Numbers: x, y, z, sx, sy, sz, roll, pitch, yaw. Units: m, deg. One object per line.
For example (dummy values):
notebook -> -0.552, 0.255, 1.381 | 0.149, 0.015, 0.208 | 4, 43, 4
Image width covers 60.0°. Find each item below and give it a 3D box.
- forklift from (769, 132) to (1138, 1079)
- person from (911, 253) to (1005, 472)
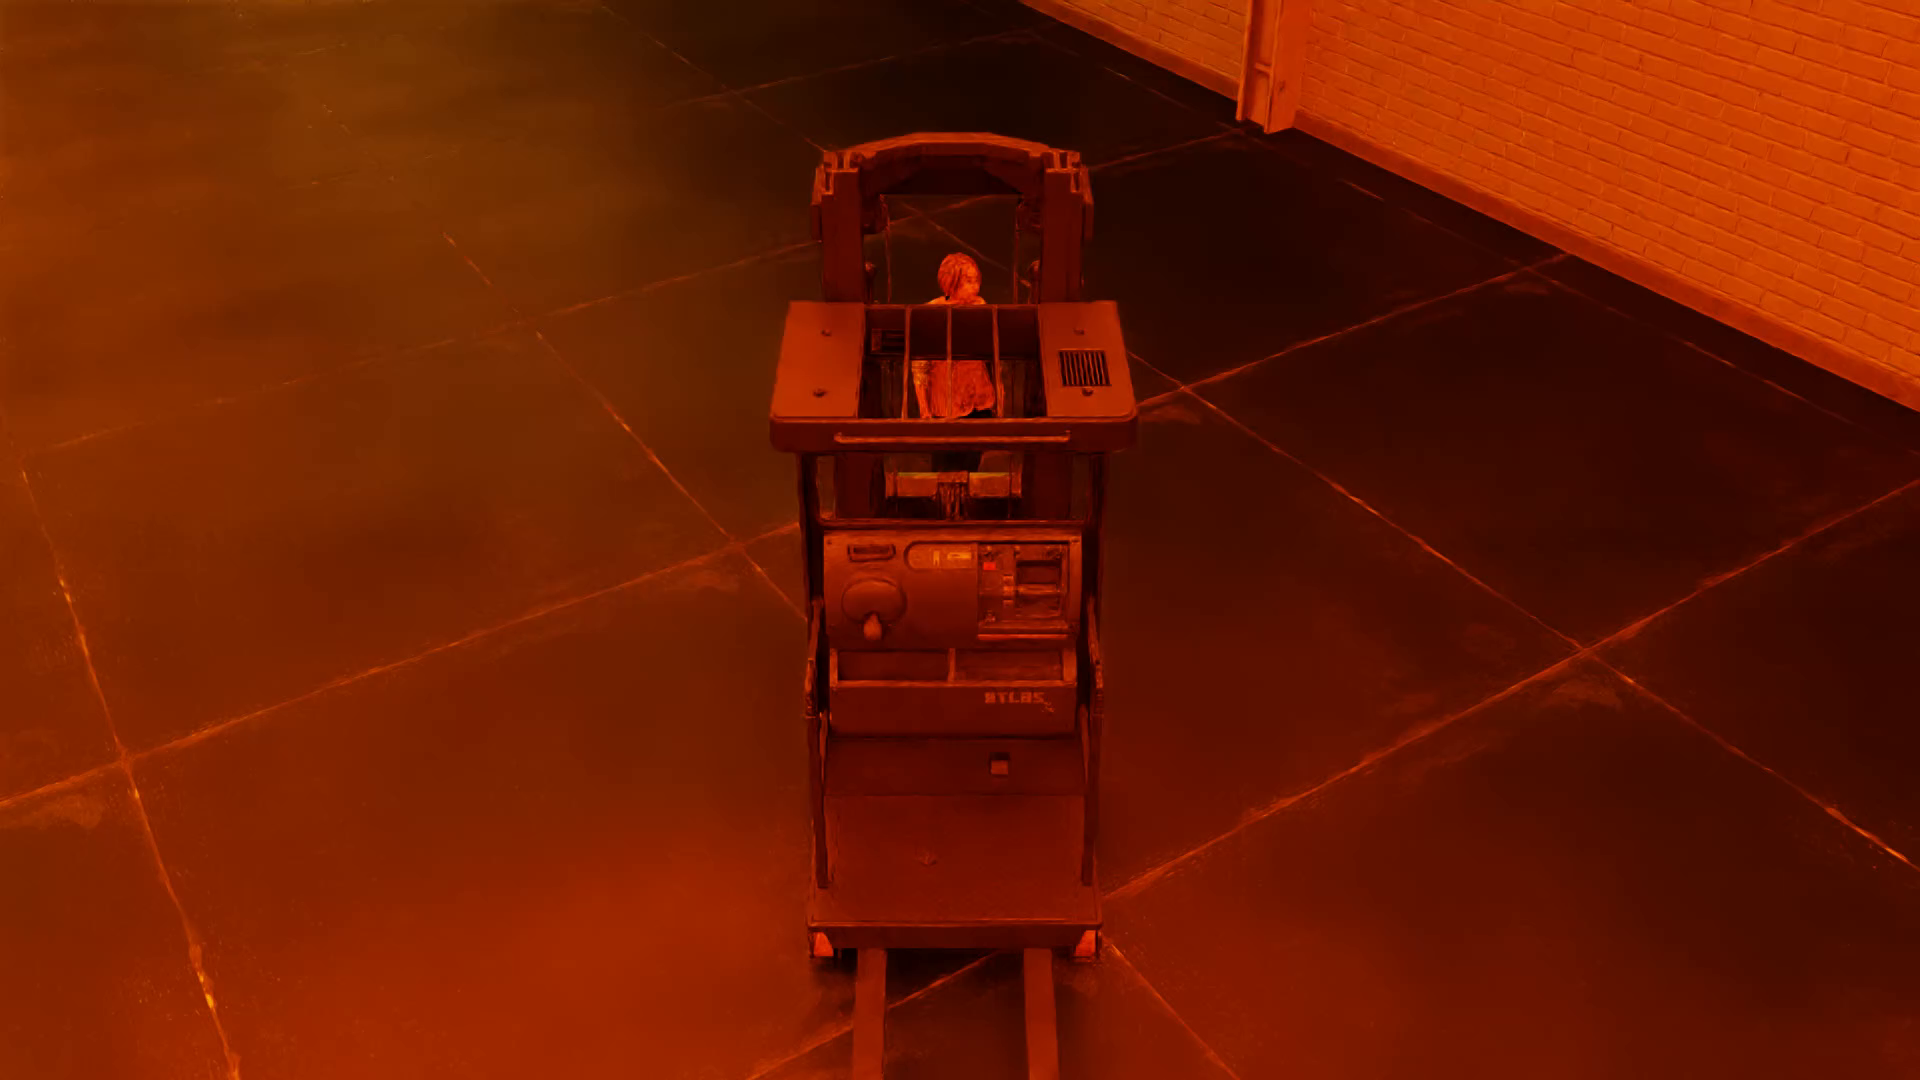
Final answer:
forklift -> -0.022, 0.225, 5.828 | 1.130, 2.935, 3.031 | 0, 35, 0
person -> 0.029, -0.619, 8.177 | 0.520, 1.597, 0.474 | -21, 40, -27
